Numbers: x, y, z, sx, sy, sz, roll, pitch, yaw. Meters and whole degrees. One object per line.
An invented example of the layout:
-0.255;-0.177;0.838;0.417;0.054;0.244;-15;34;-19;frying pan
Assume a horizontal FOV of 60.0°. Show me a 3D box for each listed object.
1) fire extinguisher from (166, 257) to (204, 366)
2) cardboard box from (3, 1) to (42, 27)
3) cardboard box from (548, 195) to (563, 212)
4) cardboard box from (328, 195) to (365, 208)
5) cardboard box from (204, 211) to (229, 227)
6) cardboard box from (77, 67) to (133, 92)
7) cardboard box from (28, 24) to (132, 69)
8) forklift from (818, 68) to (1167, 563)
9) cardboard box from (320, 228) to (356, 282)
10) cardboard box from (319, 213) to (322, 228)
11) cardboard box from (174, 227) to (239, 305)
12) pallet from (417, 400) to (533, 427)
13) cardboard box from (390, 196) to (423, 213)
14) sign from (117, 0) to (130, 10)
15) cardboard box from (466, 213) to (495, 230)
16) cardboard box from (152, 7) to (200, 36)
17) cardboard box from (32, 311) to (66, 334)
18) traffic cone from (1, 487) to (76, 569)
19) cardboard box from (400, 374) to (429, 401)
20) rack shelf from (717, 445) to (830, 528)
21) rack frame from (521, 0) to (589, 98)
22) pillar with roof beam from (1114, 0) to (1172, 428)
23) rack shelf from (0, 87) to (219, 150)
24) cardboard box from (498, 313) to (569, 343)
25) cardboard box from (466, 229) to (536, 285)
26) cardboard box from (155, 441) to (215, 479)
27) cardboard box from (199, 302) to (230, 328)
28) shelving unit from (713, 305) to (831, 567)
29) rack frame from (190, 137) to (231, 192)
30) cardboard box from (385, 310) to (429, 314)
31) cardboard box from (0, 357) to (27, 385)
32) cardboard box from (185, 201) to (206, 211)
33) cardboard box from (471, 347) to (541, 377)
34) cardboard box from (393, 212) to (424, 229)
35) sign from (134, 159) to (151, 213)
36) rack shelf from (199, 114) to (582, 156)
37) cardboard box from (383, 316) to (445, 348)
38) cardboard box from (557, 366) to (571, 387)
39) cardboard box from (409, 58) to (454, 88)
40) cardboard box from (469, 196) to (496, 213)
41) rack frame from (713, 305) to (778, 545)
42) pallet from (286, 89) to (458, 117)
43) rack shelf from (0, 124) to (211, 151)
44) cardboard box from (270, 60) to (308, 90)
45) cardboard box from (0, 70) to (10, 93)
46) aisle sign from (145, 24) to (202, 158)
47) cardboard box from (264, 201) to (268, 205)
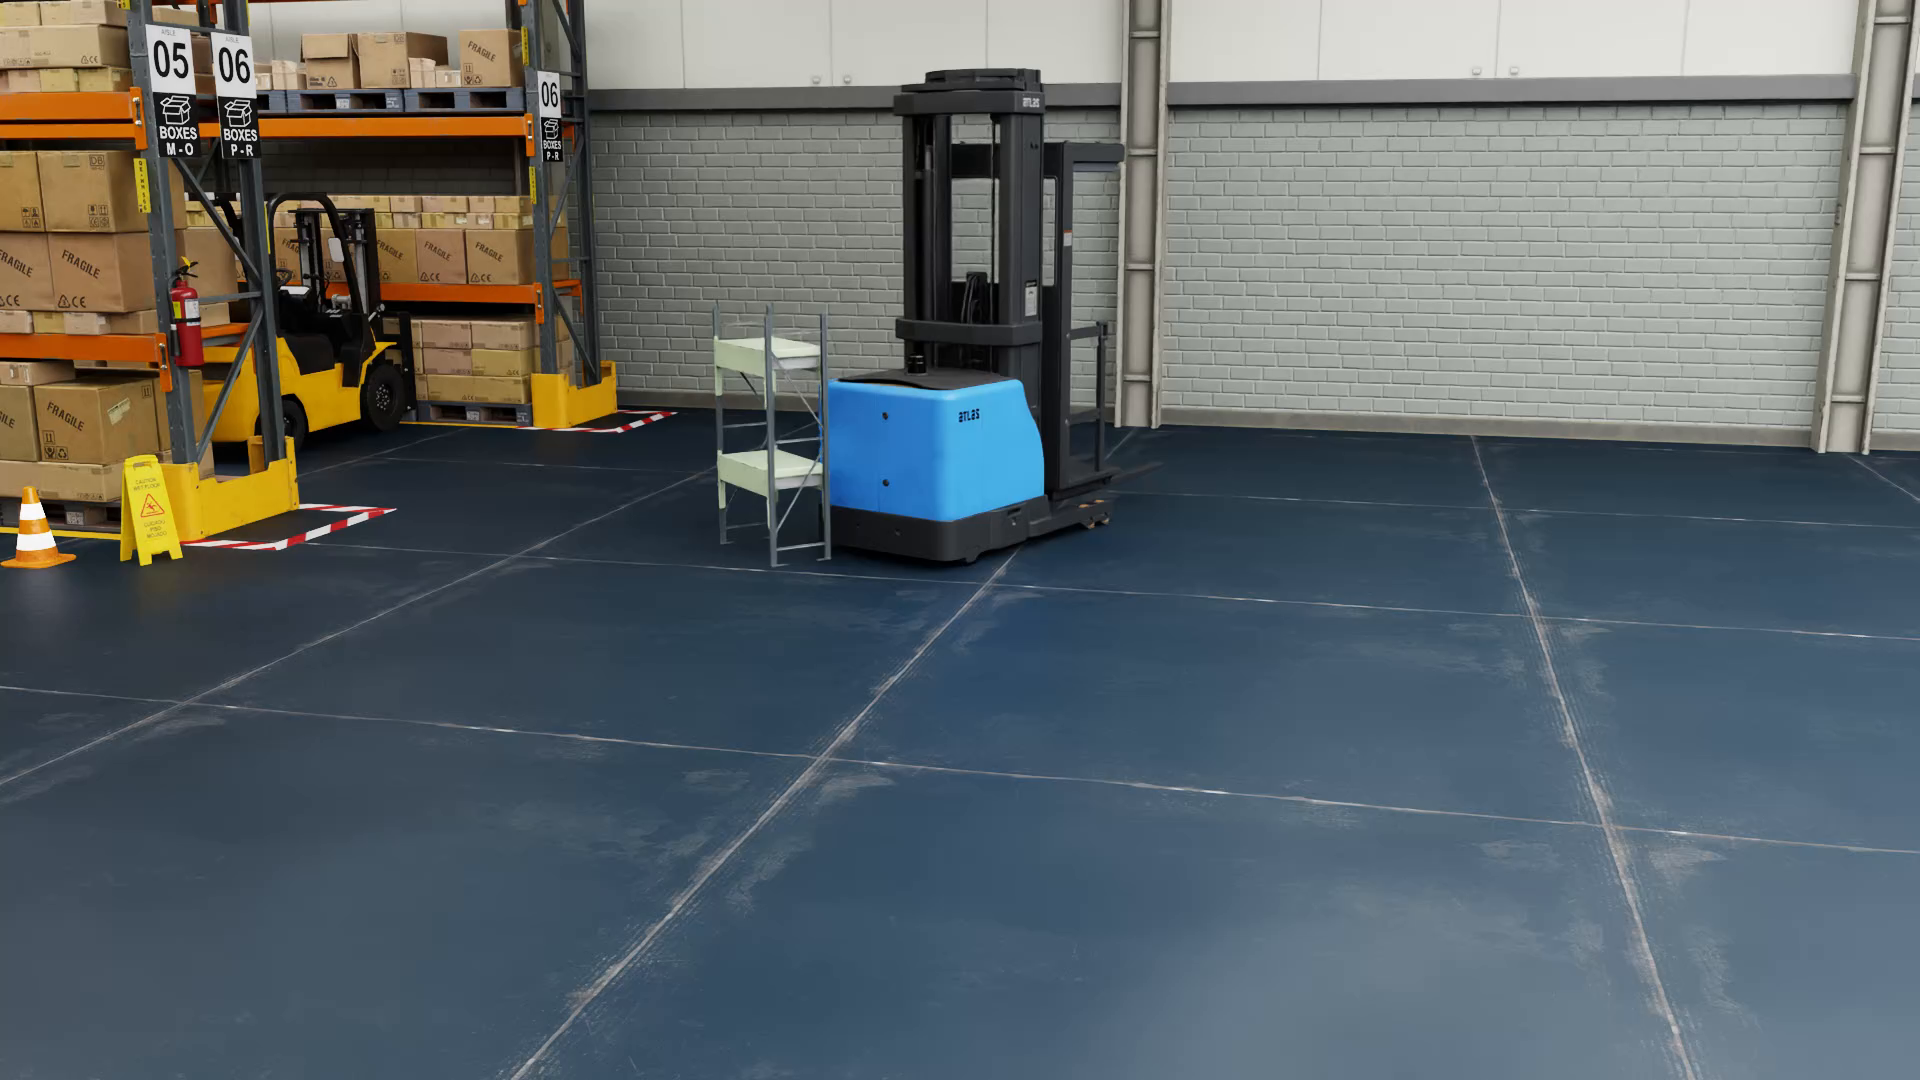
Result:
-4.886;-1.440;10.476;0.183;0.674;0.296;3;13;14;fire extinguisher
-5.779;-3.298;10.485;0.250;0.149;0.380;3;13;13;cardboard box
-3.976;-3.197;15.804;0.250;0.149;0.380;3;13;12;cardboard box
-5.830;-3.204;15.835;0.250;0.149;0.380;3;13;14;cardboard box
-7.086;-3.112;16.108;0.250;0.149;0.380;3;13;15;cardboard box
-5.300;-2.882;10.452;0.250;0.149;0.380;3;13;14;cardboard box
-5.448;-3.086;10.454;0.500;0.250;0.500;3;13;13;cardboard box
0.380;-1.559;10.994;1.130;2.935;3.031;9;15;34;forklift
-5.731;-2.723;15.849;0.500;0.500;0.500;3;13;14;cardboard box
-6.102;-3.053;15.840;0.250;0.149;0.380;3;13;12;cardboard box
-5.280;-1.857;11.261;0.500;0.500;0.500;3;13;13;cardboard box
-4.453;-1.294;16.078;1.213;0.211;1.003;3;13;14;pallet
-5.110;-3.142;15.555;0.250;0.149;0.380;3;13;15;cardboard box
-5.039;-3.361;9.989;0.005;0.325;0.100;3;13;14;sign
-4.360;-2.956;15.403;0.250;0.149;0.380;3;13;14;cardboard box
-5.183;-3.373;10.823;0.250;0.149;0.380;3;13;13;cardboard box
-5.817;-1.440;10.877;0.250;0.149;0.380;3;13;13;cardboard box
-5.613;-0.093;10.084;0.334;0.463;0.336;3;13;14;traffic cone
-5.197;-1.500;15.950;0.500;0.250;0.500;3;13;14;cardboard box
-1.162;-0.341;10.313;0.431;0.370;0.720;-8;15;-31;rack shelf
-3.701;-5.553;14.987;0.127;3.000;1.000;3;13;14;rack frame
0.633;-4.562;10.520;0.400;9.000;9.100;3;13;14;pillar with roof beam
-6.828;-2.797;11.152;4.000;0.370;1.077;3;13;14;rack shelf
-4.122;-2.040;16.072;0.500;0.250;0.500;3;13;13;cardboard box
-4.242;-2.643;15.492;0.500;0.500;0.500;3;13;12;cardboard box
-5.603;-0.543;11.634;0.500;0.250;0.500;3;13;13;cardboard box
-5.167;-1.519;11.234;0.250;0.149;0.380;3;13;14;cardboard box
-1.162;-0.659;10.242;0.431;1.500;0.755;-8;15;-31;shelving unit
-7.584;-2.832;16.572;0.127;3.000;1.000;3;13;14;rack frame
-5.587;-2.121;16.439;0.500;0.250;0.500;3;13;12;cardboard box
-6.343;-1.131;11.056;0.250;0.149;0.380;3;13;14;cardboard box
-7.346;-3.264;16.103;0.250;0.149;0.380;3;13;15;cardboard box
-4.248;-1.690;15.652;0.500;0.250;0.500;3;13;13;cardboard box
-5.106;-3.001;15.608;0.250;0.149;0.380;3;13;12;cardboard box
-5.039;-2.184;10.250;0.005;0.325;0.100;3;13;14;sign
-5.643;-3.841;15.857;4.000;0.370;1.077;3;13;14;rack shelf
-5.212;-1.983;15.815;0.500;0.250;0.500;3;13;14;cardboard box
-4.131;-1.553;16.189;0.500;0.250;0.500;3;13;14;cardboard box
-4.824;-4.269;15.235;0.258;0.266;0.396;3;13;14;cardboard box
-4.346;-3.115;15.435;0.250;0.149;0.380;3;13;14;cardboard box
-1.356;-0.726;10.545;0.400;1.500;0.023;-8;15;-31;rack frame
-5.569;-4.150;15.794;1.213;0.211;1.003;3;13;14;pallet
-9.526;-4.049;16.793;4.000;0.370;1.077;3;13;14;rack shelf
-6.216;-4.344;15.570;0.258;0.266;0.396;3;13;12;cardboard box
-6.029;-2.936;10.695;0.250;0.149;0.380;3;13;14;cardboard box
-4.896;-2.785;10.360;0.004;0.787;0.394;3;13;14;aisle sign
-6.595;-3.223;15.919;0.250;0.149;0.380;3;13;15;cardboard box
